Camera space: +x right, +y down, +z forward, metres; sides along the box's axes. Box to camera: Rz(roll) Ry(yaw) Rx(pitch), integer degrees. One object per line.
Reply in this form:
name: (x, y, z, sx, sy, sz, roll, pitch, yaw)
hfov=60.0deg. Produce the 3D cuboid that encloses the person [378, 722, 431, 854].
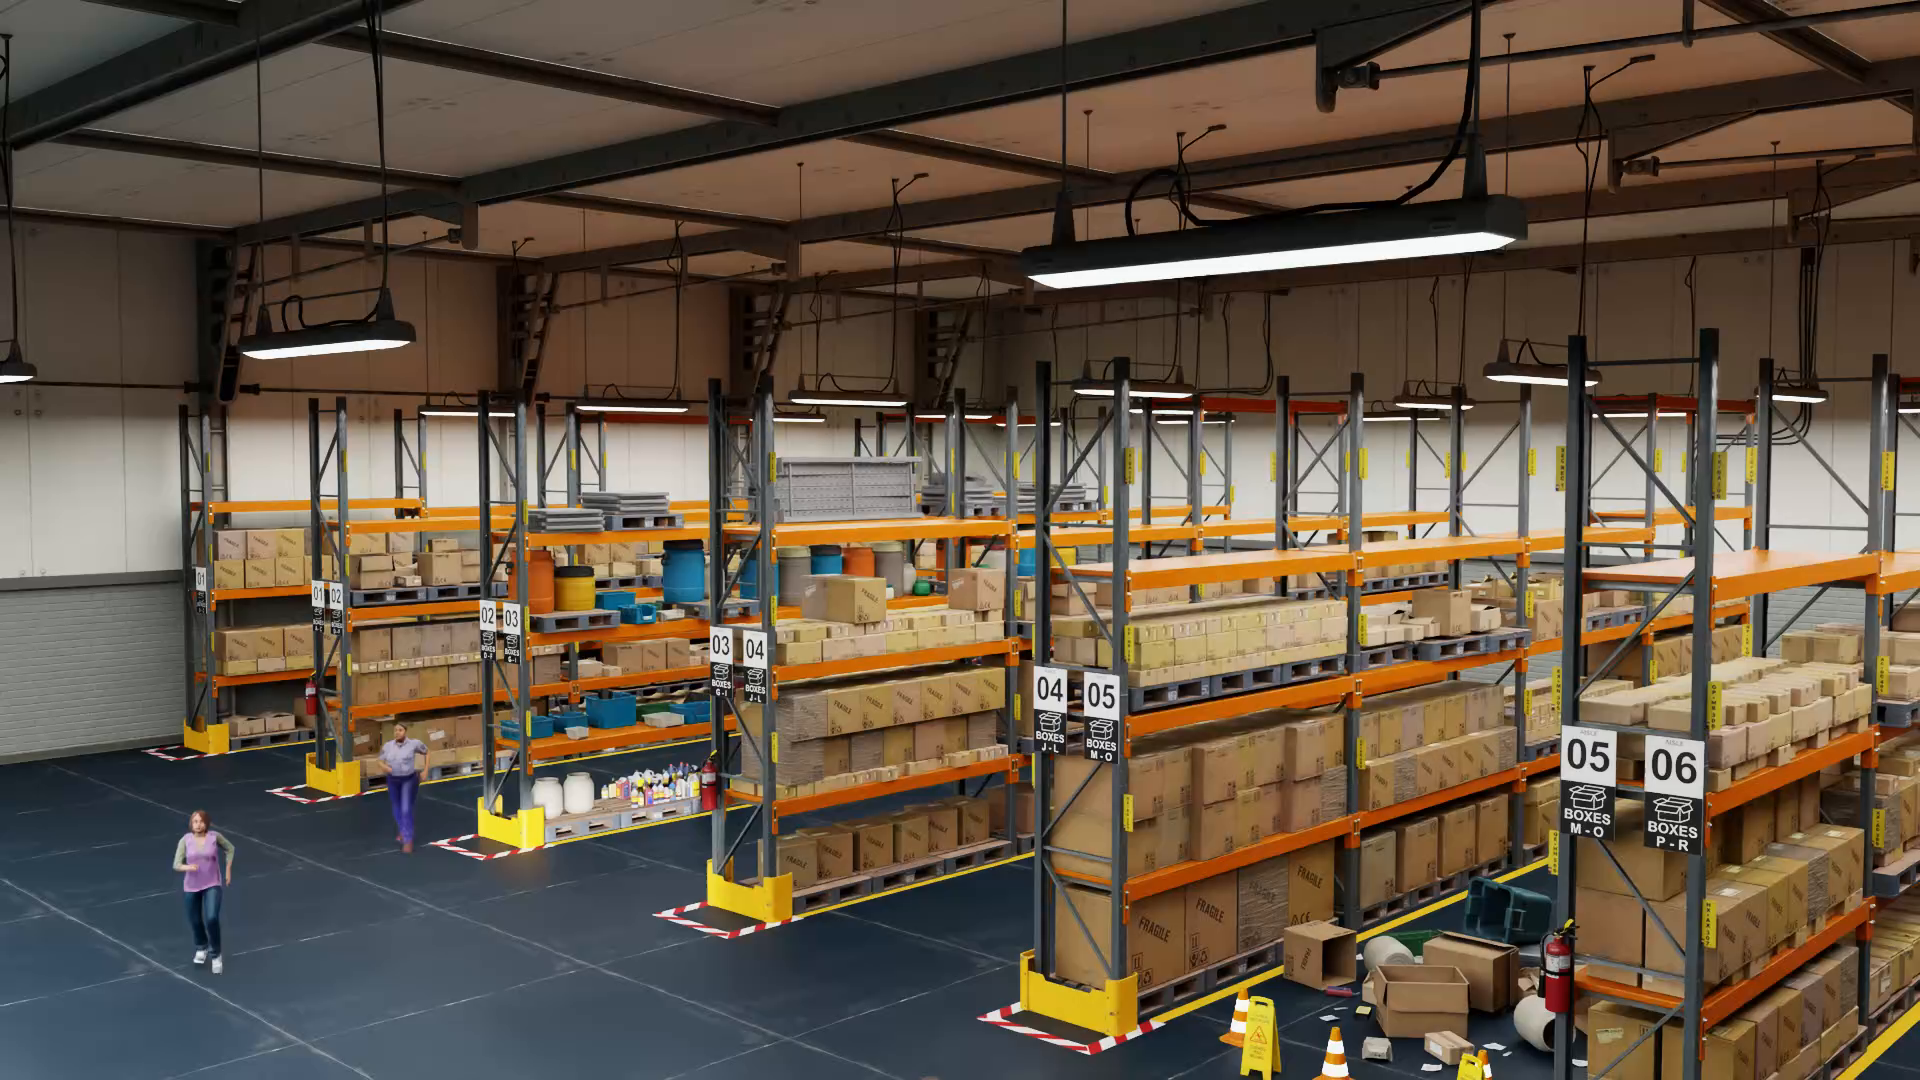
person: (-7.253, 3.217, 21.678, 0.615, 1.726, 0.745, 0, 3, -1)

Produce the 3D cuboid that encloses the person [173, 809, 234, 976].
person: (-7.518, 3.545, 16.531, 0.526, 1.552, 0.684, -1, 3, -16)
